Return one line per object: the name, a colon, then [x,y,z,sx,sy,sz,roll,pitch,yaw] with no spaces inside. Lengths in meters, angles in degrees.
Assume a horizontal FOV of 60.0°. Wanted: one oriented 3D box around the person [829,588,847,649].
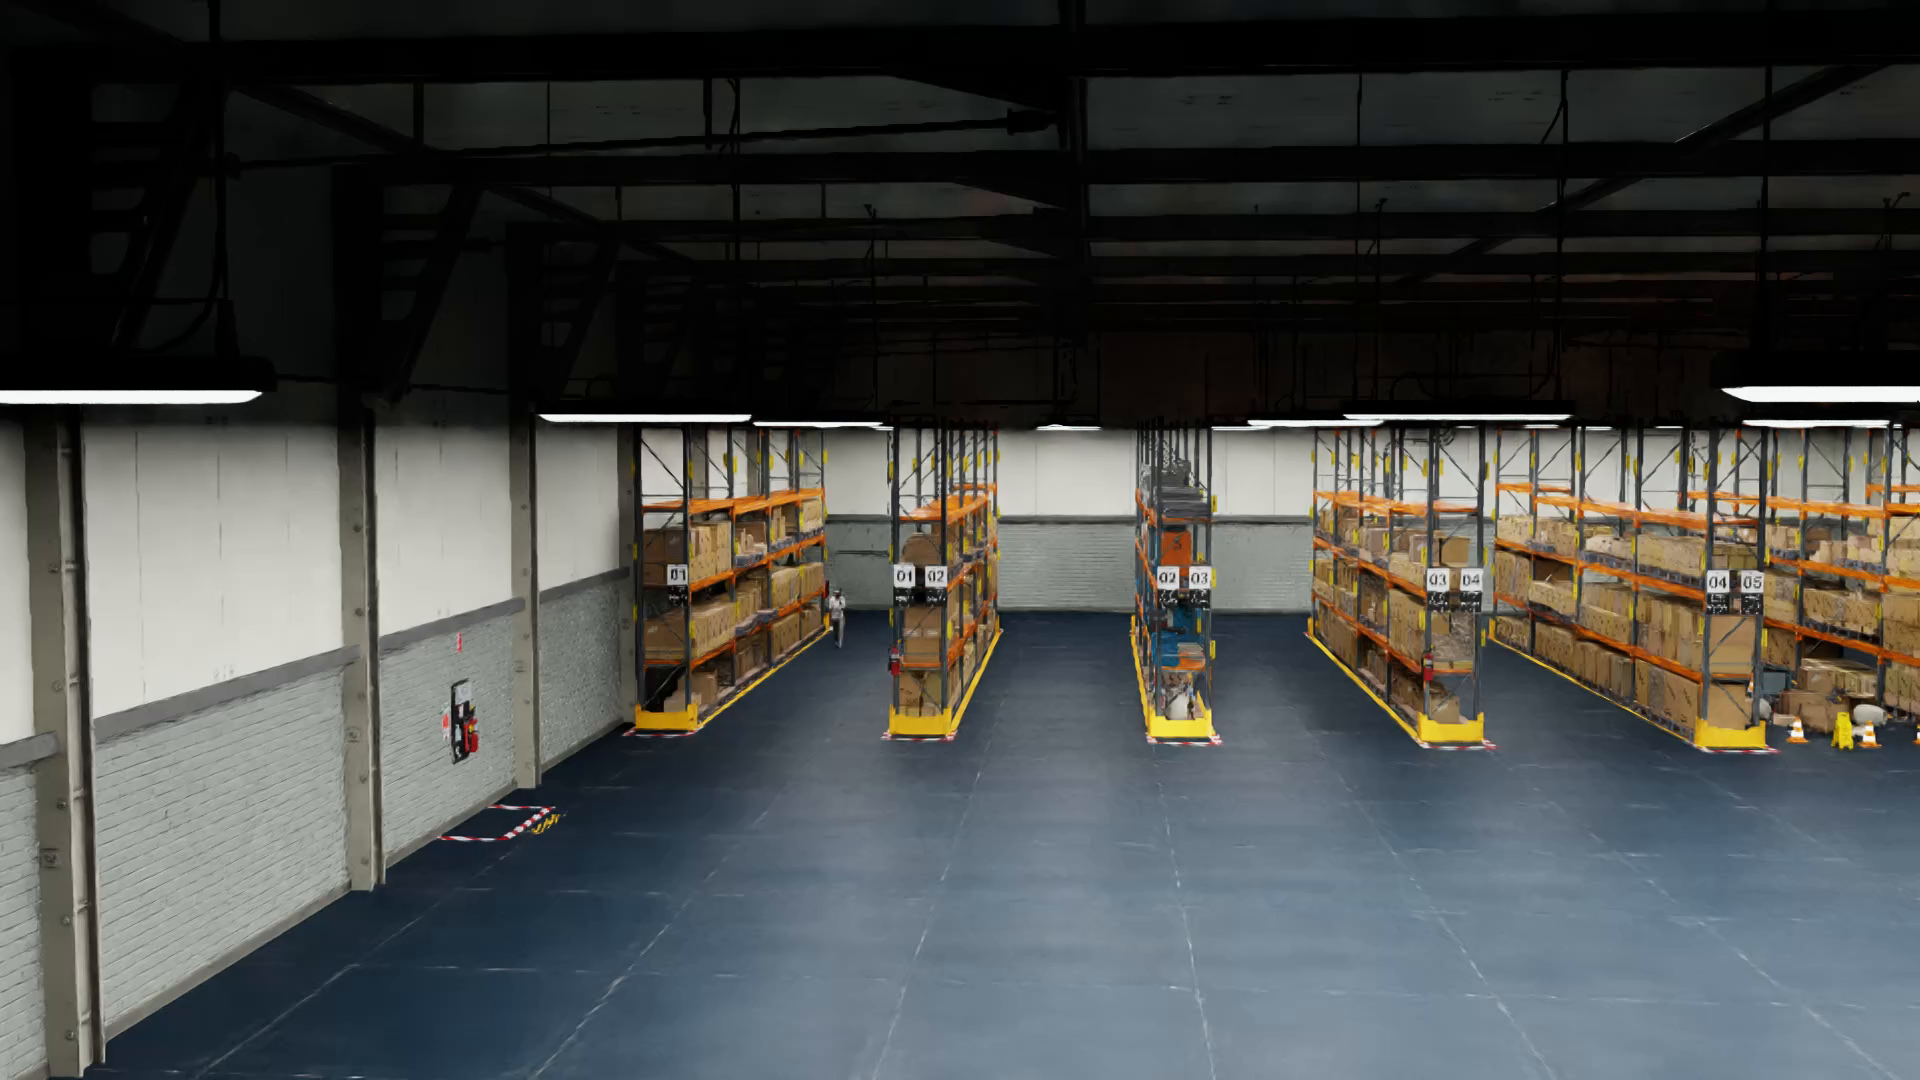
person: [-3.236,2.045,43.908,0.456,1.589,1.088,0,4,7]
